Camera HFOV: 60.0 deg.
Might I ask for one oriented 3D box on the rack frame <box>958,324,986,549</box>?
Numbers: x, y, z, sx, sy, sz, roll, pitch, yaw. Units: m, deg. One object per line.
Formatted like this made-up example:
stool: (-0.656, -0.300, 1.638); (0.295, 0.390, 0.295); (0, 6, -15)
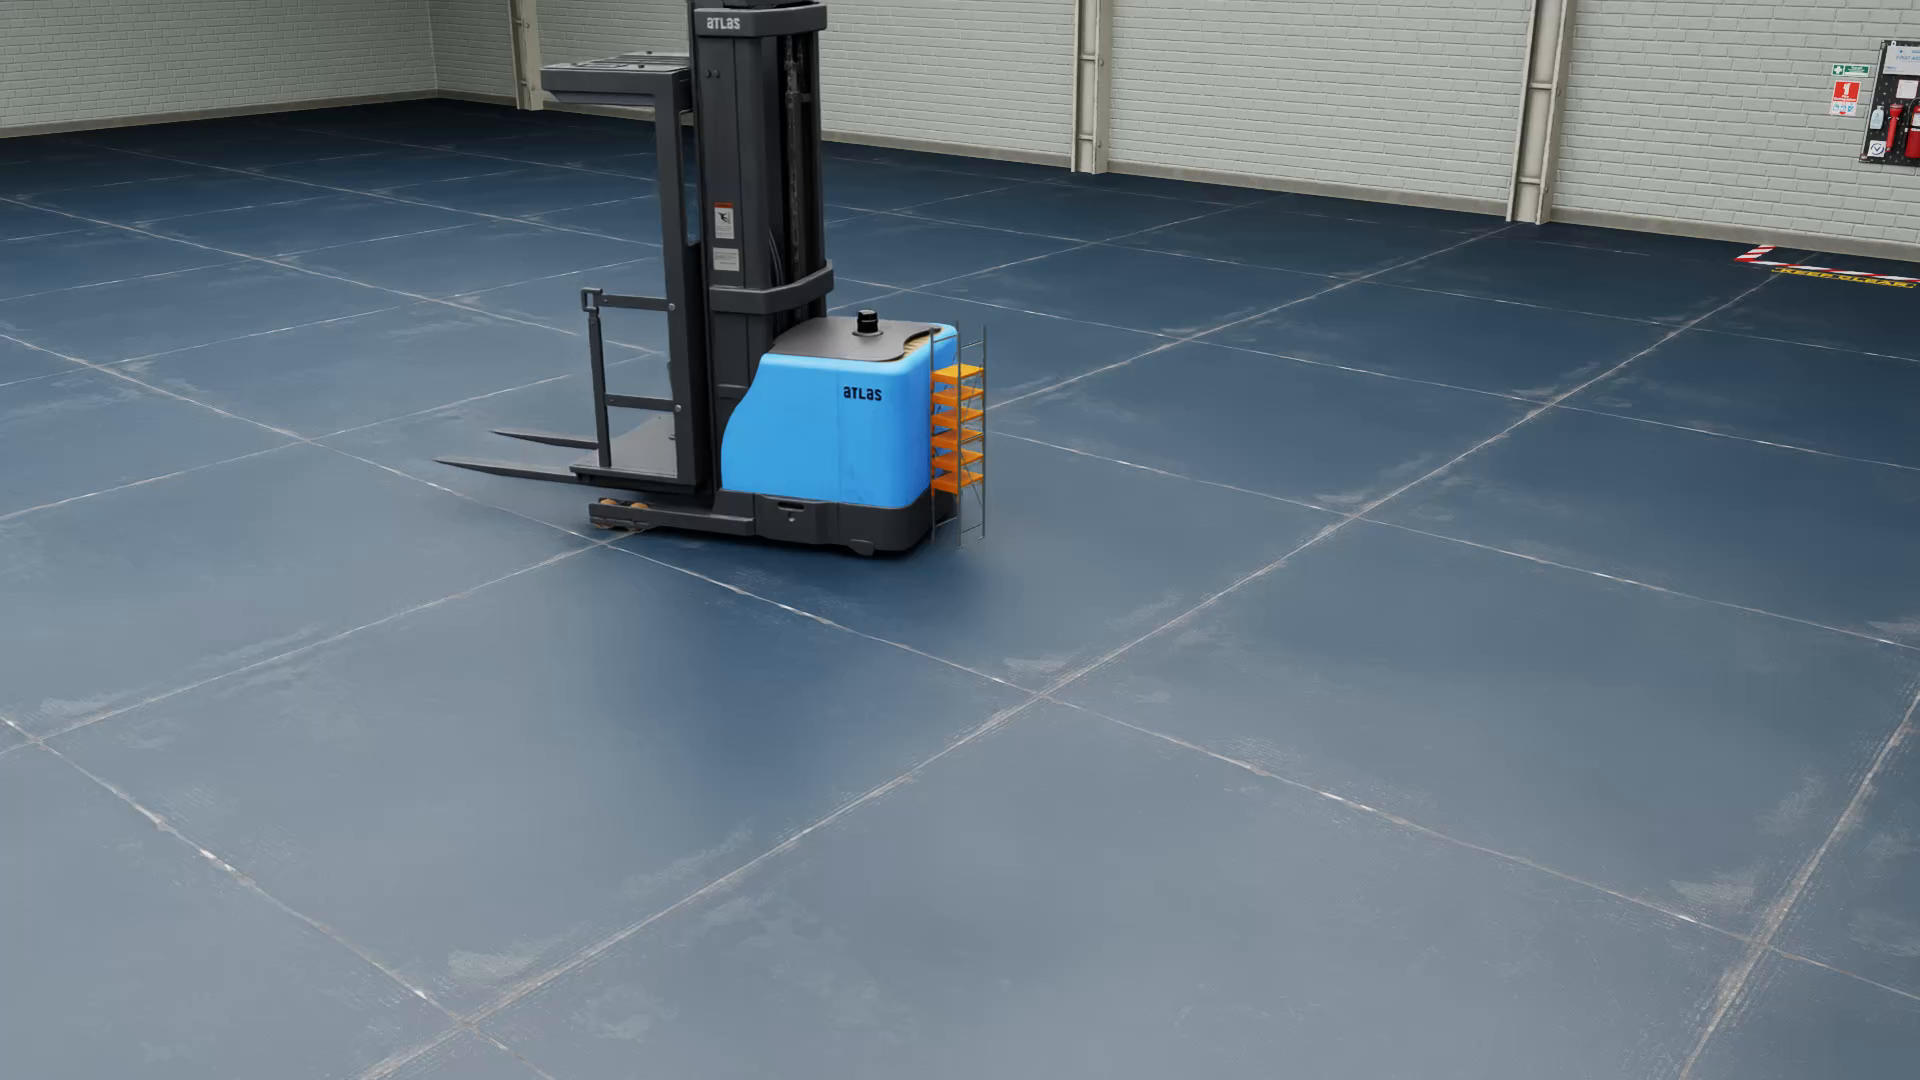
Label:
rack frame: (0.064, -0.545, 8.912); (0.006, 1.200, 0.240); (15, 26, 35)

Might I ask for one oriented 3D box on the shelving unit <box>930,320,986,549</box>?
shelving unit: (-0.009, -0.564, 8.964); (0.189, 1.200, 0.258); (15, 26, 35)

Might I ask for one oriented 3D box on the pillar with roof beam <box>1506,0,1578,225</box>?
pillar with roof beam: (3.657, -6.619, 13.968); (0.400, 9.000, 9.100); (16, 26, 36)

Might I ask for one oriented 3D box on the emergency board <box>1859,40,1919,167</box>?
emergency board: (9.137, -4.212, 16.087); (0.643, 1.169, 0.194); (16, 26, 36)

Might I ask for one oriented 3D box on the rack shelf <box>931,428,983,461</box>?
rack shelf: (-0.009, -0.523, 8.980); (0.180, 0.103, 0.258); (15, 26, 35)

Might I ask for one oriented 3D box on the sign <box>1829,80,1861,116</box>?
sign: (8.774, -4.381, 16.483); (0.234, 0.329, 0.001); (16, 26, 36)

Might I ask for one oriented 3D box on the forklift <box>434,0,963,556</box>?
forklift: (-1.558, -1.578, 9.198); (3.031, 2.935, 1.130); (7, 22, 17)

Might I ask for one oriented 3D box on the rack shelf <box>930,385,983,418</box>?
rack shelf: (-0.009, -0.747, 8.895); (0.180, 0.103, 0.258); (15, 26, 35)

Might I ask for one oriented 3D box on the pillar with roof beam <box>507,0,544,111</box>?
pillar with roof beam: (-10.288, -10.635, 24.618); (0.400, 9.000, 9.100); (16, 26, 36)

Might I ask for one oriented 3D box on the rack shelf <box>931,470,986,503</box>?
rack shelf: (-0.009, -0.298, 9.064); (0.180, 0.103, 0.258); (15, 26, 35)

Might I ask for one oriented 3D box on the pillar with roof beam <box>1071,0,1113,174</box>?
pillar with roof beam: (-0.991, -7.958, 17.518); (0.400, 9.000, 9.100); (16, 26, 36)

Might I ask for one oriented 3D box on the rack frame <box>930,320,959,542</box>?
rack frame: (-0.081, -0.584, 9.017); (0.006, 1.200, 0.240); (15, 26, 35)

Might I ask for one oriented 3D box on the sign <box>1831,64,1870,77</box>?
sign: (8.772, -4.625, 16.380); (0.331, 0.109, 0.001); (16, 26, 36)

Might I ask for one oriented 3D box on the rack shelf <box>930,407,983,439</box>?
rack shelf: (-0.009, -0.635, 8.938); (0.180, 0.103, 0.258); (15, 26, 35)

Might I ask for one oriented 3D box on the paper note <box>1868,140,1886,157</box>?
paper note: (9.044, -3.859, 16.398); (0.142, 0.148, 0.016); (16, 26, 36)

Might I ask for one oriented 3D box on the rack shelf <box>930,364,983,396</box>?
rack shelf: (-0.008, -0.860, 8.853); (0.180, 0.103, 0.258); (15, 26, 35)

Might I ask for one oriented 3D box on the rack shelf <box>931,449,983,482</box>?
rack shelf: (-0.009, -0.411, 9.022); (0.180, 0.103, 0.258); (15, 26, 35)
